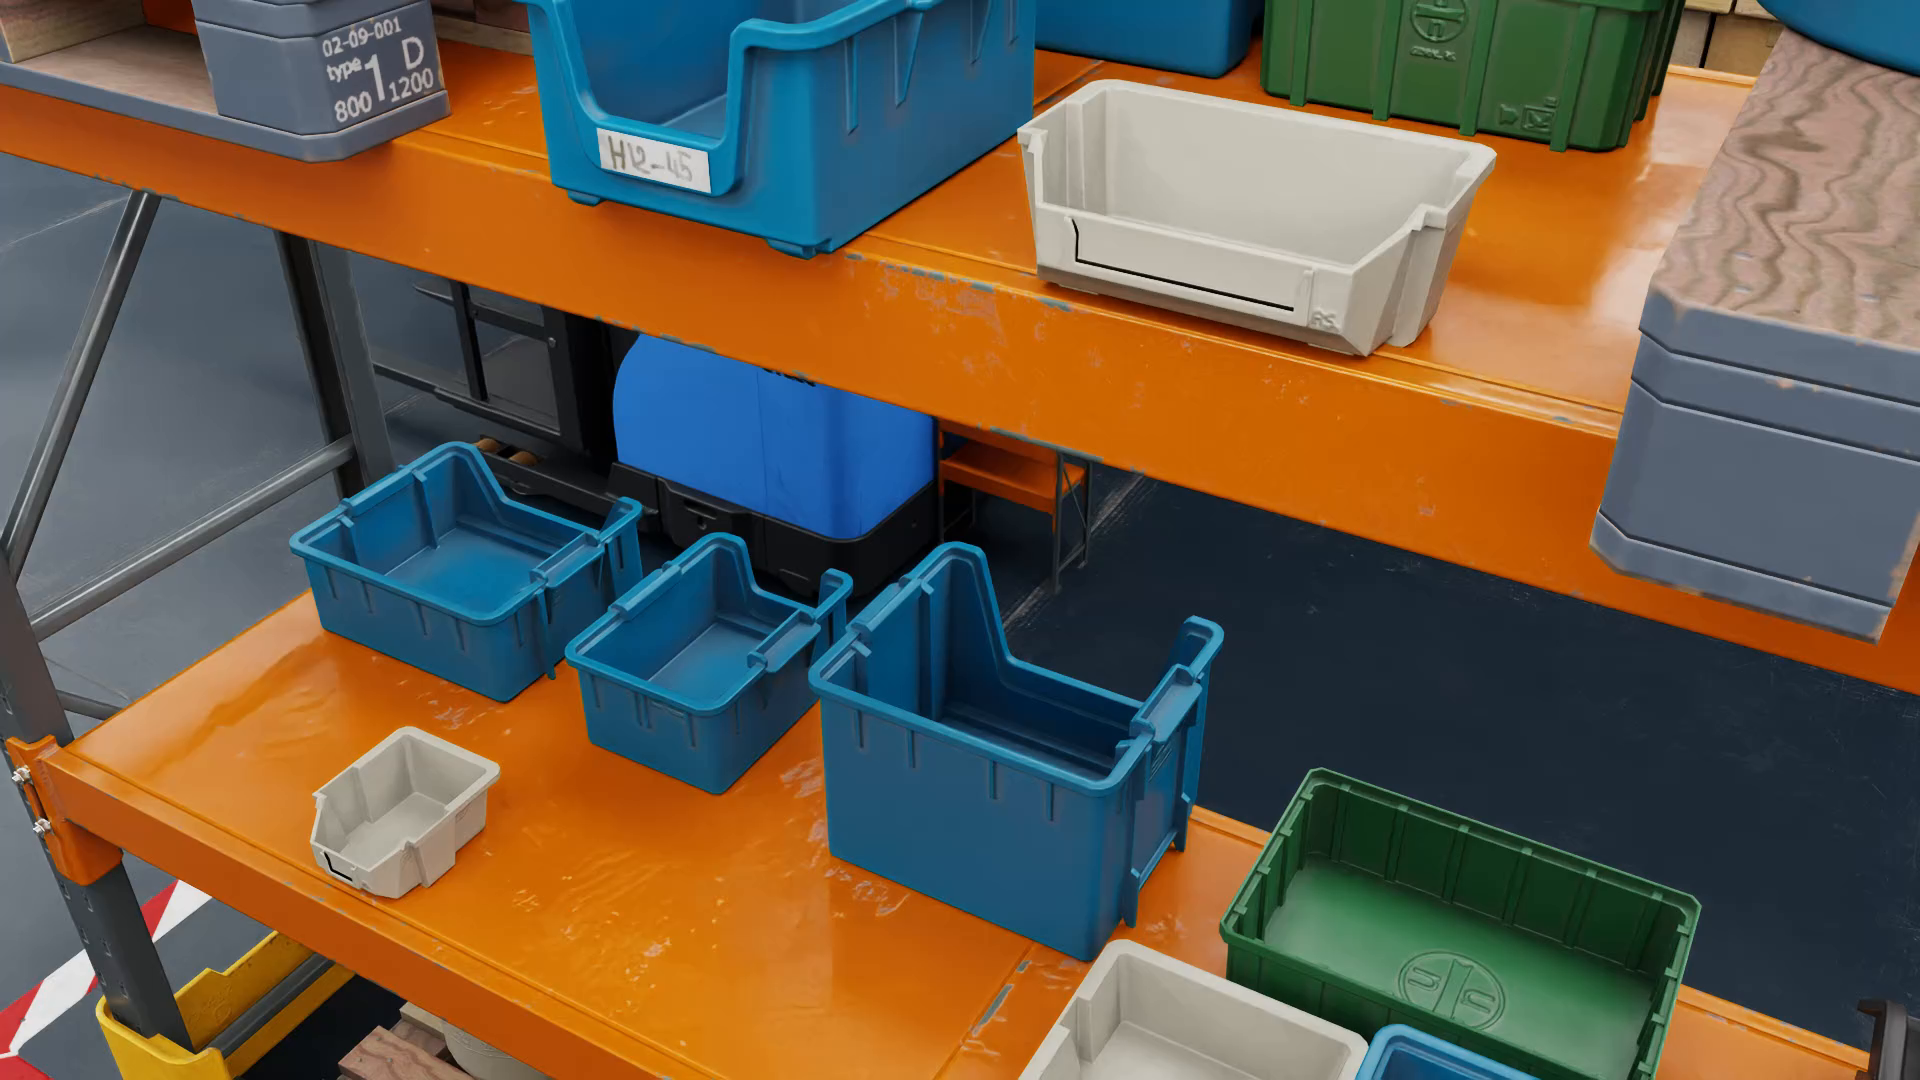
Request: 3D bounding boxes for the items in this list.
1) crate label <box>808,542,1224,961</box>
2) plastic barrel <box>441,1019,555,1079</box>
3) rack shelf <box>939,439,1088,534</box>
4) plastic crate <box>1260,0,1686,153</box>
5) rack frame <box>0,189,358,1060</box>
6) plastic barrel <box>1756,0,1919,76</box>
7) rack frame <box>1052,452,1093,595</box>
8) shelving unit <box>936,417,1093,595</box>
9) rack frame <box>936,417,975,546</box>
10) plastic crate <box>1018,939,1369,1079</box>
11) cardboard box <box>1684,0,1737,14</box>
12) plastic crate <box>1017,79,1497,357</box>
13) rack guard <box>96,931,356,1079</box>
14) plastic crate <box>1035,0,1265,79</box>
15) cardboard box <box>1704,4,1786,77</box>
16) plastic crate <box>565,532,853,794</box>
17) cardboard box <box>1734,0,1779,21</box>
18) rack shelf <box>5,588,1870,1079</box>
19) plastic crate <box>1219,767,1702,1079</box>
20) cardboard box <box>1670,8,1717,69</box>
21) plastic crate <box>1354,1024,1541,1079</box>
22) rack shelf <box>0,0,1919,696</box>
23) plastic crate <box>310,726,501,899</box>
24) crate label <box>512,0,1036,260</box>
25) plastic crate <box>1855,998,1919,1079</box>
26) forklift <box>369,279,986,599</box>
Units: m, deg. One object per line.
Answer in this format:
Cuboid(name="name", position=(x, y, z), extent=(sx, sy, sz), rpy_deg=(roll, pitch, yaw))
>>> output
Cuboid(name="crate label", position=(0.103, 0.359, 2.972), extent=(0.616, 0.435, 0.502), rpy_deg=(18, 37, 24))
Cuboid(name="plastic barrel", position=(-1.020, 1.003, 3.904), extent=(0.421, 0.512, 0.421), rpy_deg=(0, 34, 0))
Cuboid(name="rack shelf", position=(0.193, -0.212, 5.965), extent=(0.480, 0.148, 0.258), rpy_deg=(19, 38, 27))
Cuboid(name="plastic crate", position=(0.609, -0.627, 1.971), extent=(0.450, 0.188, 0.336), rpy_deg=(18, 37, 24))
Cuboid(name="rack frame", position=(-1.631, -0.001, 3.545), extent=(0.053, 2.616, 0.949), rpy_deg=(18, 37, 24))
Cuboid(name="plastic barrel", position=(1.033, -0.859, 1.297), extent=(0.708, 0.901, 0.600), rpy_deg=(18, 37, 24))
Cuboid(name="rack frame", position=(0.399, -0.360, 5.708), extent=(0.015, 1.200, 0.240), rpy_deg=(19, 38, 27))
Cuboid(name="shelving unit", position=(0.193, -0.433, 5.817), extent=(0.503, 1.200, 0.258), rpy_deg=(19, 38, 27))
Cuboid(name="rack frame", position=(-0.013, -0.505, 5.926), extent=(0.015, 1.200, 0.240), rpy_deg=(19, 38, 27))
Cuboid(name="plastic crate", position=(0.308, 0.883, 2.456), extent=(0.437, 0.136, 0.530), rpy_deg=(18, 37, 24))
Cuboid(name="cardboard box", position=(2.629, -1.990, 5.856), extent=(0.250, 0.149, 0.380), rpy_deg=(19, 38, 26))
Cuboid(name="plastic crate", position=(0.250, -0.288, 1.507), extent=(0.396, 0.136, 0.243), rpy_deg=(18, 37, 24))
Cuboid(name="rack guard", position=(-1.540, 1.037, 4.242), extent=(0.348, 0.500, 1.175), rpy_deg=(18, 37, 24))
Cuboid(name="plastic crate", position=(0.176, -0.864, 2.150), extent=(0.575, 0.384, 0.392), rpy_deg=(18, 37, 24))
Cuboid(name="cardboard box", position=(3.022, -1.727, 6.047), extent=(0.500, 0.500, 0.700), rpy_deg=(18, 38, 25))
Cuboid(name="plastic crate", position=(-0.485, 0.235, 3.325), extent=(0.408, 0.251, 0.499), rpy_deg=(18, 37, 24))
Cuboid(name="cardboard box", position=(4.945, -1.866, 4.487), extent=(4.934, 1.460, 0.703), rpy_deg=(19, 38, 26))
Cuboid(name="rack shelf", position=(0.107, 0.847, 2.920), extent=(4.000, 0.370, 1.077), rpy_deg=(18, 37, 24))
Cuboid(name="plastic crate", position=(0.805, 0.677, 2.718), extent=(0.662, 0.188, 0.450), rpy_deg=(18, 37, 24))
Cuboid(name="cardboard box", position=(2.576, -1.867, 6.258), extent=(0.500, 0.500, 0.700), rpy_deg=(19, 38, 26))
Cuboid(name="plastic crate", position=(0.748, 0.986, 2.197), extent=(0.616, 0.251, 0.499), rpy_deg=(18, 37, 24))
Cuboid(name="rack shelf", position=(0.107, -0.401, 2.089), extent=(4.000, 0.370, 1.077), rpy_deg=(18, 37, 24))
Cuboid(name="plastic crate", position=(-1.012, 0.509, 3.018), extent=(0.250, 0.136, 0.298), rpy_deg=(18, 37, 24))
Cuboid(name="crate label", position=(-0.168, -0.515, 1.745), extent=(0.408, 0.251, 0.502), rpy_deg=(18, 37, 24))
Cuboid(name="plastic crate", position=(1.452, 0.919, 2.220), extent=(0.504, 0.338, 0.767), rpy_deg=(18, 37, 24))
Cuboid(name="forklift", position=(0.092, -0.779, 4.082), extent=(7.740, 3.703, 3.137), rpy_deg=(19, 38, 26))
